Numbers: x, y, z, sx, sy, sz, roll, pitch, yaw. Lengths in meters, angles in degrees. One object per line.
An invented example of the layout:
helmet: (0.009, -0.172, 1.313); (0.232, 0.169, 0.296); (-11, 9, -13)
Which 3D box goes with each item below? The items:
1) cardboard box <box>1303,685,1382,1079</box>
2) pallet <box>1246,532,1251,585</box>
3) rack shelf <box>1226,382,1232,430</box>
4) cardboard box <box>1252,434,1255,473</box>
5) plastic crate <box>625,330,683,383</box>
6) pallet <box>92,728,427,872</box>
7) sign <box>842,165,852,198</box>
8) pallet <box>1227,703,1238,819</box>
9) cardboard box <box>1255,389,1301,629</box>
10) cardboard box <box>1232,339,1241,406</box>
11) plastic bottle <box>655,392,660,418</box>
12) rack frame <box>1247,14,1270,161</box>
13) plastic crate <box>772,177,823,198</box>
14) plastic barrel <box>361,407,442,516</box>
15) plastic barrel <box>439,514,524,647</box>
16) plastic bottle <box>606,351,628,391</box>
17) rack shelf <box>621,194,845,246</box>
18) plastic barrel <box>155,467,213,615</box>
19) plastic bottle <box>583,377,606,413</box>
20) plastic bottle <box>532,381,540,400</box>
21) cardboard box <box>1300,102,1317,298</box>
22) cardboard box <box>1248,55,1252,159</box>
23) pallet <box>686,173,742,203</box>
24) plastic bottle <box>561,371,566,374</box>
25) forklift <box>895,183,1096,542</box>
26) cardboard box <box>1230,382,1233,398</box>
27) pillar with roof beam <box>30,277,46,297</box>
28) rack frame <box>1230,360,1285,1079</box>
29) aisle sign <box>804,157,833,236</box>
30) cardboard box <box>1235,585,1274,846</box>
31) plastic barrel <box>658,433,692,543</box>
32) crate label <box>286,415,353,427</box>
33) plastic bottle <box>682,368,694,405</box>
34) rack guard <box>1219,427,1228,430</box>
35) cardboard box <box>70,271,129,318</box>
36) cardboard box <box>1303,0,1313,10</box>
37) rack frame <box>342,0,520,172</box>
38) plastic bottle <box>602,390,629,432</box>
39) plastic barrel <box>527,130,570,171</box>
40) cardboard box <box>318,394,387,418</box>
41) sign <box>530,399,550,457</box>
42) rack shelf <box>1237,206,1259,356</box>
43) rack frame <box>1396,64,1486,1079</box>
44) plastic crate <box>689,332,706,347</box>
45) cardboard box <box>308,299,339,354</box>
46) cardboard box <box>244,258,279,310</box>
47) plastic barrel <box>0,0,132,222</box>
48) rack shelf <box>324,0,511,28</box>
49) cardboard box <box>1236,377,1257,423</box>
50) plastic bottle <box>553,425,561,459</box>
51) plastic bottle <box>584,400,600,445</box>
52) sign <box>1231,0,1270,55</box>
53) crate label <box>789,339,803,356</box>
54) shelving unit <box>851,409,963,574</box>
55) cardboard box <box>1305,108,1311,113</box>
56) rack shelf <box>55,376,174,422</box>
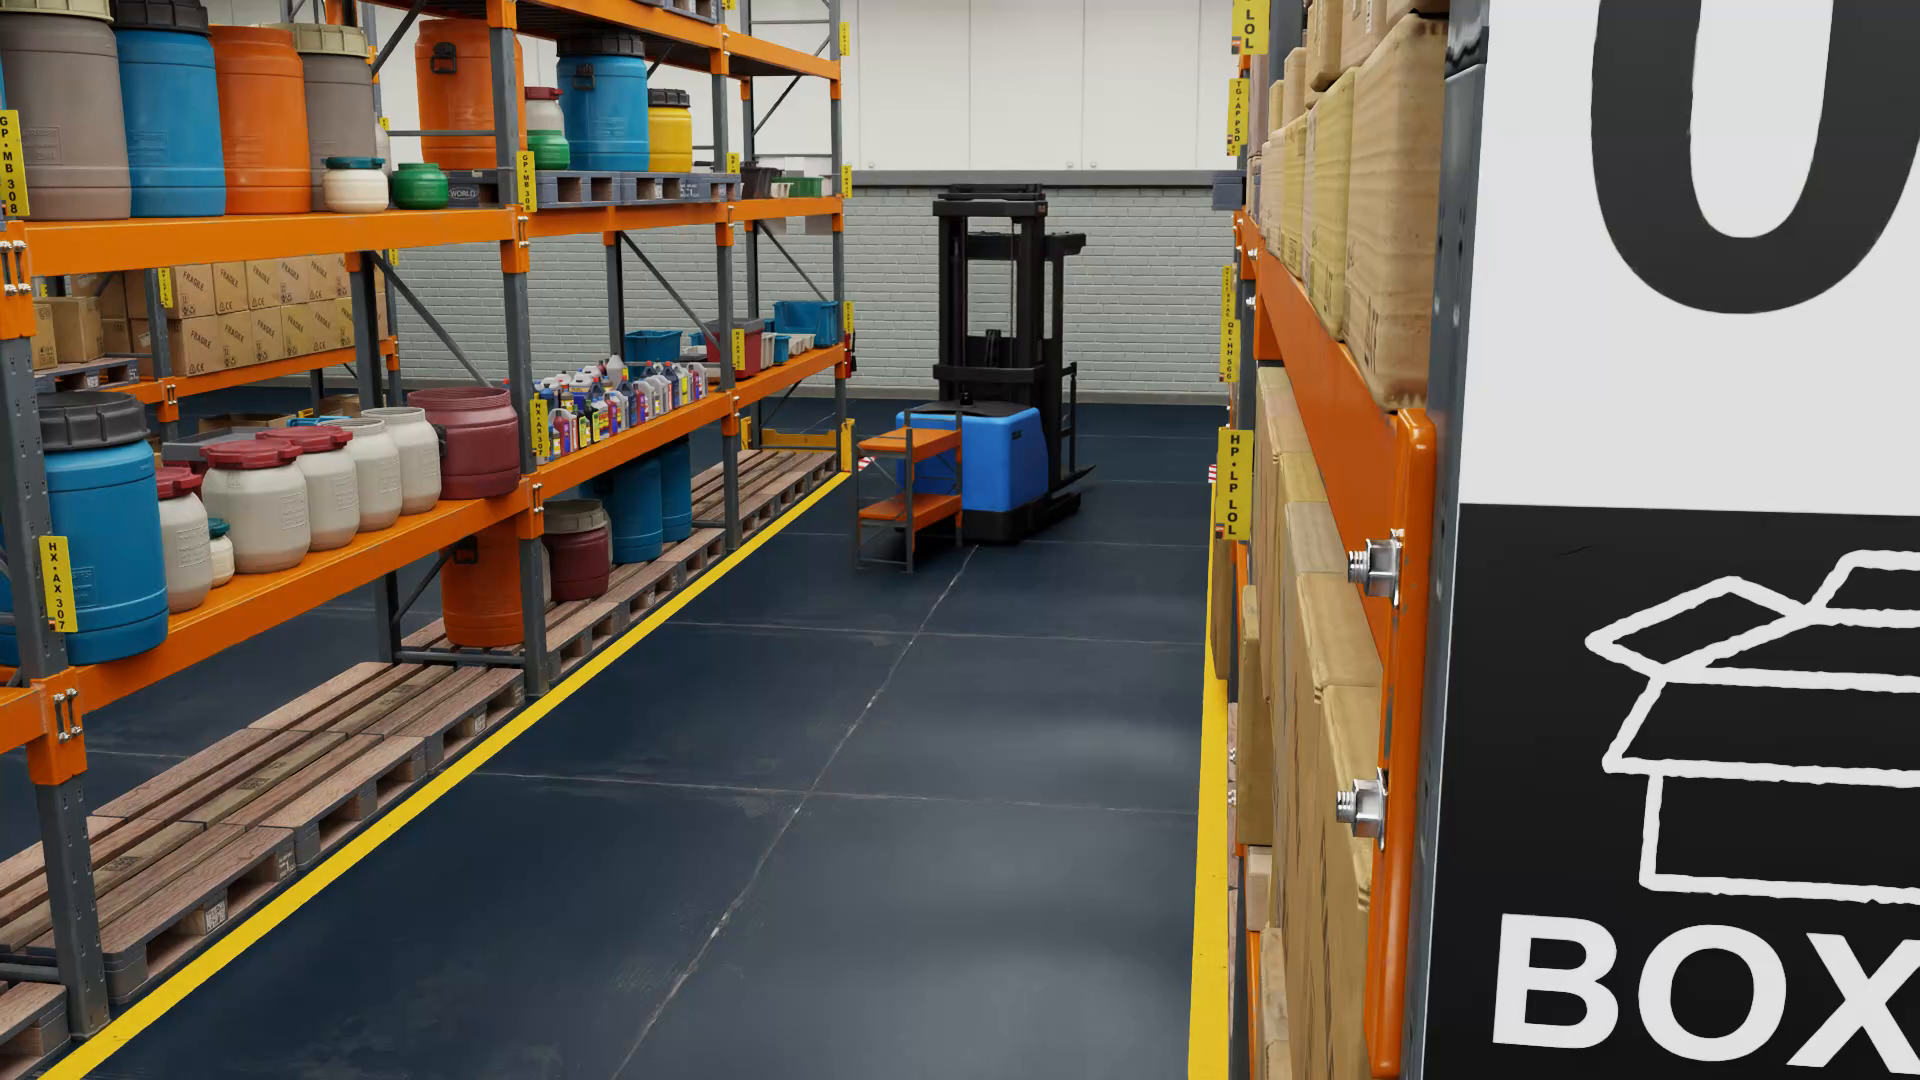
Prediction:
cardboard box: (0.577, 0.450, 1.468); (0.500, 0.500, 0.500); (2, 12, 9)
pallet: (1.703, 0.098, 6.876); (1.003, 0.211, 1.213); (2, 12, 9)
rack shelf: (2.890, -1.307, 14.645); (1.077, 0.370, 4.000); (2, 12, 9)
cardboard box: (1.527, -0.197, 6.543); (0.797, 0.503, 0.637); (3, 13, 14)
plastic crate: (-2.577, -1.532, 13.880); (0.392, 0.384, 0.575); (2, 12, 9)
pallet: (-3.275, 1.206, 7.895); (1.003, 0.211, 1.213); (2, 12, 9)
sign: (-1.151, -3.636, 16.874); (0.100, 0.325, 0.005); (2, 12, 9)
pallet: (1.845, 1.116, 8.313); (1.003, 0.211, 1.213); (2, 12, 9)
cardboard box: (0.956, -0.070, 3.883); (0.500, 0.500, 0.500); (2, 12, 9)
cardboard box: (2.264, -1.203, 12.220); (0.500, 0.500, 0.500); (2, 12, 9)
plastic bottle: (-2.198, -0.979, 11.888); (0.097, 0.201, 0.097); (0, 12, 0)
rack frame: (1.967, -3.342, 8.142); (1.000, 3.000, 0.127); (2, 12, 9)
plastic crate: (-1.566, -3.384, 15.957); (0.450, 0.188, 0.336); (2, 12, 9)
plastic barrel: (-2.874, -0.404, 8.481); (0.421, 0.512, 0.421); (0, 12, 0)
plastic barrel: (-2.869, 0.183, 10.178); (0.600, 0.830, 0.708); (2, 12, 9)
plastic bottle: (-2.692, -1.307, 13.057); (0.144, 0.351, 0.185); (2, 12, 9)
rack shelf: (-2.004, -2.934, 15.074); (1.077, 0.370, 4.000); (2, 12, 9)
plastic barrel: (-3.178, 0.004, 6.532); (0.433, 0.535, 0.433); (0, 12, 0)
plastic bottle: (-2.470, -0.924, 11.279); (0.144, 0.351, 0.185); (2, 12, 9)
plastic bottle: (-2.996, -0.980, 11.538); (0.144, 0.351, 0.185); (2, 12, 9)
cardboard box: (0.721, -0.456, 2.227); (0.500, 0.250, 0.500); (2, 12, 10)
cardboard box: (1.559, -1.974, 7.490); (0.500, 0.500, 0.500); (2, 12, 9)
pallet: (-2.336, -2.610, 12.314); (1.213, 0.211, 1.003); (2, 12, 9)
plastic bottle: (-2.926, -1.098, 12.247); (0.061, 0.283, 0.133); (2, 12, 9)
forklift: (0.464, -1.686, 14.860); (1.130, 2.935, 3.031); (5, 13, 21)
cardboard box: (2.305, -1.194, 13.008); (0.380, 0.149, 0.250); (2, 12, 9)
pillar with roof beam: (-7.672, -5.940, 20.194); (9.100, 9.000, 0.400); (2, 12, 9)
rack frame: (1.352, 0.423, 4.910); (1.000, 3.000, 0.127); (2, 12, 9)
aisle sign: (-1.396, -3.512, 16.998); (0.394, 0.787, 0.004); (2, 12, 9)
cardboard box: (1.110, 0.423, 3.965); (0.875, 0.500, 0.500); (2, 12, 9)
plastic barrel: (-2.412, -0.470, 13.036); (0.600, 0.901, 0.708); (2, 12, 9)
crate label: (-3.347, -0.389, 8.596); (0.502, 0.435, 0.616); (2, 12, 9)
plastic bottle: (-2.109, -1.174, 12.613); (0.152, 0.276, 0.135); (2, 12, 9)
rack guard: (3.201, -0.858, 16.788); (1.175, 0.500, 0.348); (2, 12, 9)
cardboard box: (-7.384, -2.215, 14.542); (0.500, 0.500, 0.500); (2, 12, 9)
cardboard box: (0.725, -0.980, 2.171); (0.500, 0.500, 0.500); (2, 12, 9)
rack frame: (-2.927, -3.503, 8.887); (1.000, 3.000, 0.127); (2, 12, 9)
plastic bottle: (-2.328, -0.878, 11.241); (0.152, 0.276, 0.135); (2, 12, 9)
plastic barrel: (-2.537, -2.379, 10.164); (0.294, 0.245, 0.294); (0, 12, 0)
cardboard box: (-6.431, -1.269, 17.649); (0.500, 0.500, 0.500); (2, 12, 9)
sign: (-2.382, -0.633, 9.426); (0.100, 0.325, 0.005); (2, 12, 9)
rack shelf: (1.659, -1.108, 6.602); (1.077, 0.370, 4.000); (2, 12, 9)
rack frame: (0.737, 1.256, 1.047); (1.000, 3.000, 0.127); (2, 12, 9)
plastic crate: (-2.309, -1.806, 15.507); (0.416, 0.233, 0.300); (2, 12, 9)
cardboard box: (-6.549, -2.132, 16.528); (0.500, 0.500, 0.500); (2, 12, 9)
cardboard box: (-6.697, -2.405, 15.423); (0.500, 0.500, 0.500); (2, 12, 7)
plastic barrel: (-3.578, -1.698, 6.442); (0.600, 0.901, 0.600); (0, 12, 0)
rack shelf: (-3.235, -2.539, 7.073); (1.077, 0.370, 4.000); (2, 12, 9)
cardboard box: (1.880, -0.673, 9.758); (0.500, 0.500, 0.500); (2, 12, 8)
plastic bottle: (-2.481, -0.596, 10.111); (0.097, 0.201, 0.097); (0, 12, 0)
plastic bottle: (-2.369, -0.763, 10.693); (0.061, 0.283, 0.133); (2, 12, 9)
sign: (0.803, -1.506, 4.578); (0.100, 0.325, 0.005); (2, 12, 9)
crate label: (-1.721, -1.842, 15.902); (0.396, 0.136, 0.243); (2, 12, 9)
shelving unit: (-0.408, -0.408, 13.216); (0.538, 1.125, 1.048); (5, 13, 21)
cardboard box: (0.834, -0.834, 3.035); (0.380, 0.149, 0.250); (2, 12, 8)
rack shelf: (-7.513, -0.796, 12.275); (1.077, 0.370, 4.000); (2, 12, 9)
